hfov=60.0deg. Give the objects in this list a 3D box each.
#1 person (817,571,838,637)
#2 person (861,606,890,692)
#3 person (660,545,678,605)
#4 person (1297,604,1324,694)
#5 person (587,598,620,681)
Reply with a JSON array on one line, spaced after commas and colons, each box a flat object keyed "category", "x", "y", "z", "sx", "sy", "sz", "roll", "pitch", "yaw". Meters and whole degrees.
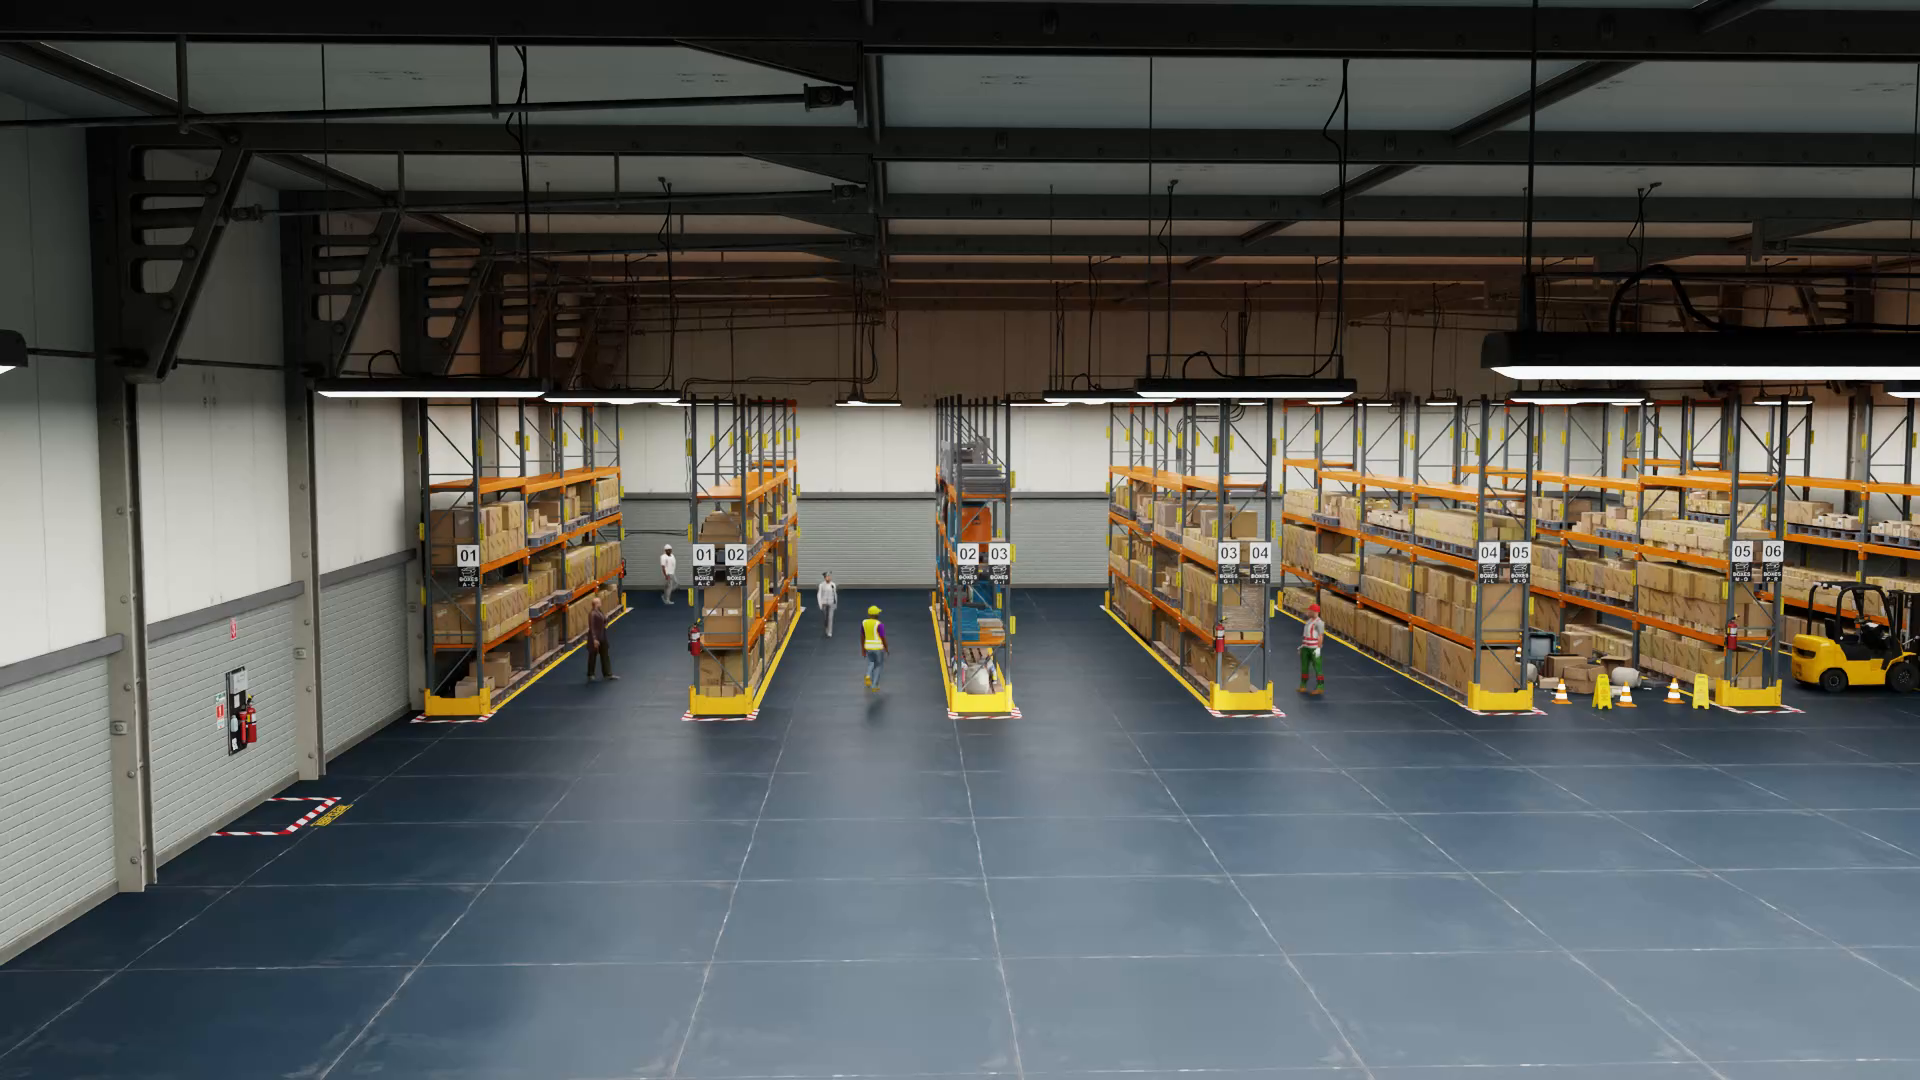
[{"category": "person", "x": -3.343, "y": 1.598, "z": 41.910, "sx": 0.490, "sy": 1.642, "sz": 0.993, "roll": 0, "pitch": 4, "yaw": 2}, {"category": "person", "x": -1.676, "y": 2.163, "z": 33.357, "sx": 0.588, "sy": 1.721, "sz": 0.497, "roll": 3, "pitch": 5, "yaw": 31}, {"category": "person", "x": -8.489, "y": 1.005, "z": 48.541, "sx": 0.472, "sy": 1.758, "sz": 0.591, "roll": 0, "pitch": 5, "yaw": 5}, {"category": "person", "x": 7.079, "y": 2.184, "z": 33.561, "sx": 0.474, "sy": 1.783, "sz": 0.573, "roll": -4, "pitch": 6, "yaw": -39}, {"category": "person", "x": -7.591, "y": 2.089, "z": 34.927, "sx": 0.658, "sy": 1.769, "sz": 0.626, "roll": 2, "pitch": 5, "yaw": 27}]
